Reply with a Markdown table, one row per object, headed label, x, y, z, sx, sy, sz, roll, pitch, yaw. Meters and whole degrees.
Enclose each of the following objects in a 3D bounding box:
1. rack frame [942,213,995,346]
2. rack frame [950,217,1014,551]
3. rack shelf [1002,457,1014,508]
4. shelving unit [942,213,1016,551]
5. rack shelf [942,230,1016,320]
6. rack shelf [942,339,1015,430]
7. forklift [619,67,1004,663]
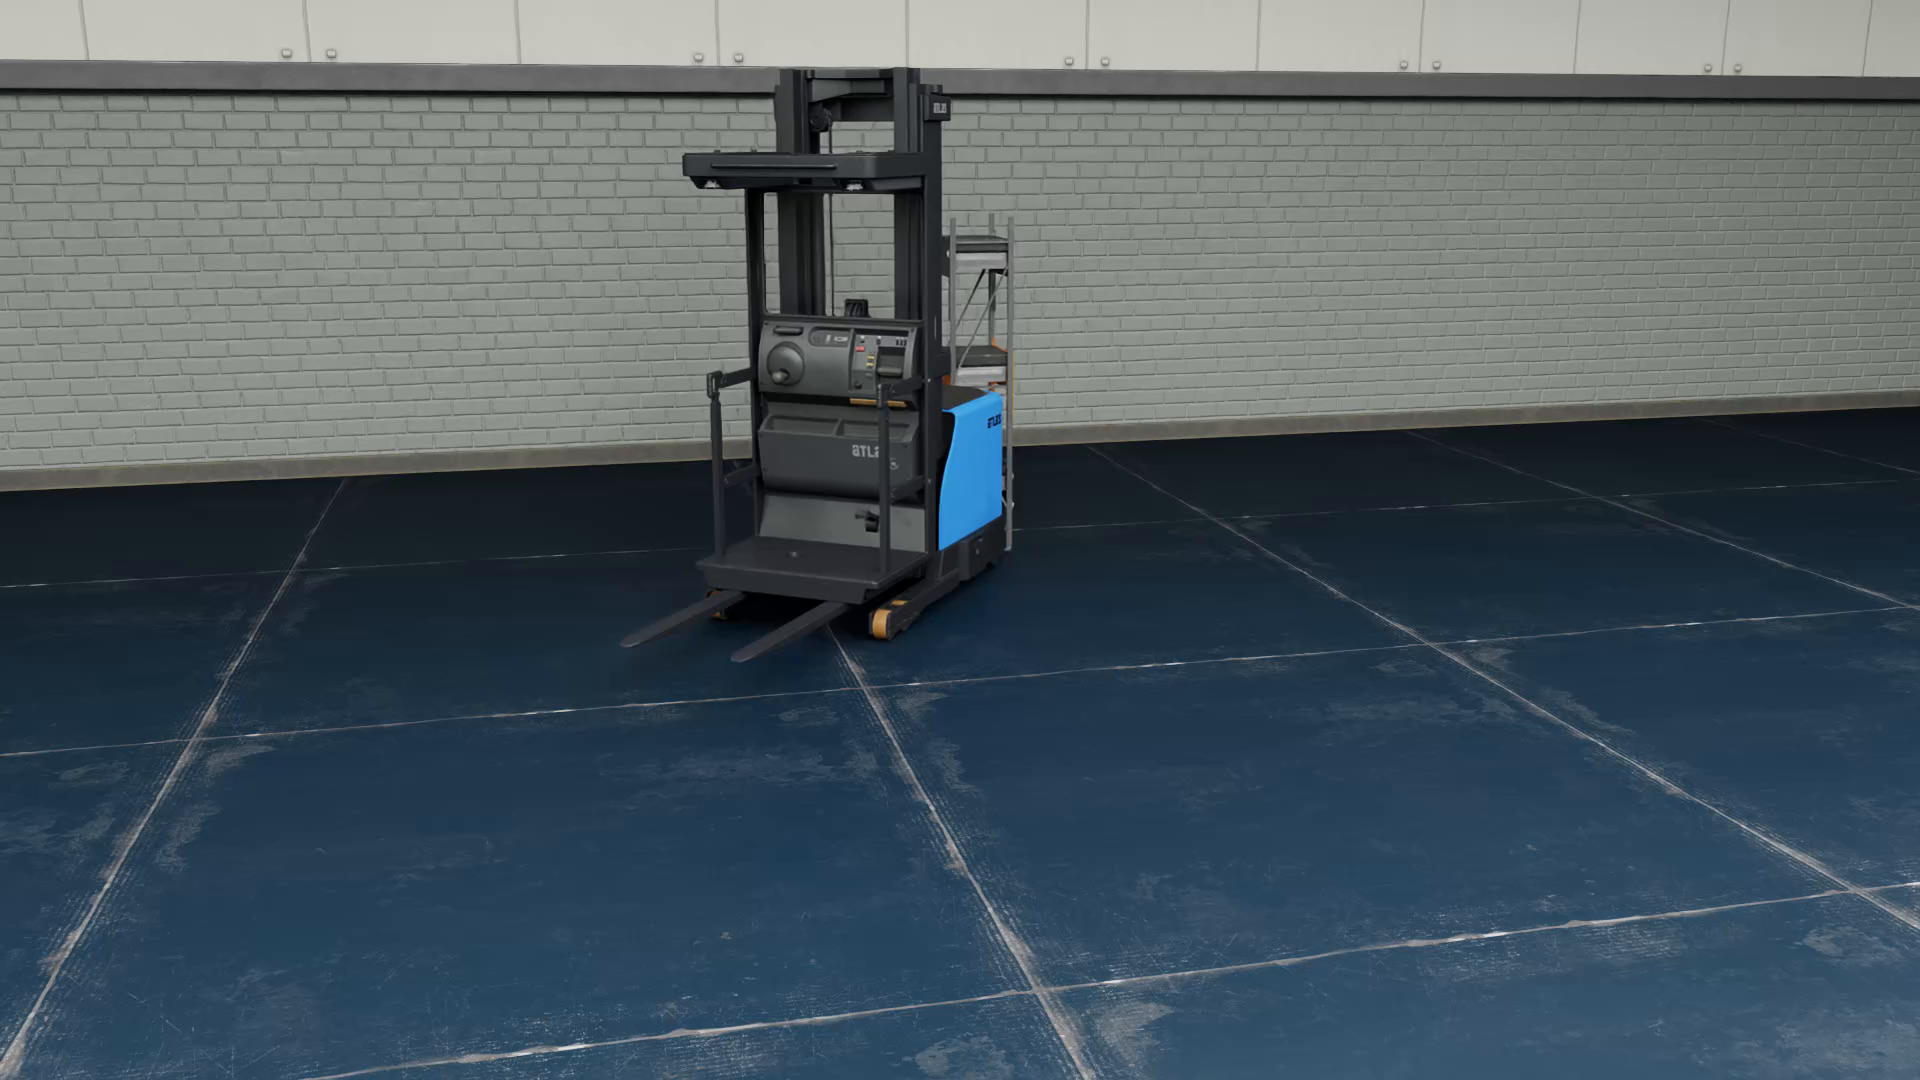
| label | x | y | z | sx | sy | sz | roll | pitch | yaw |
| --- | --- | --- | --- | --- | --- | --- | --- | --- | --- |
| rack frame | 0.026 | -1.059 | 10.838 | 0.400 | 2.100 | 0.015 | -3 | 14 | -12 |
| rack frame | 0.133 | -0.946 | 10.375 | 0.400 | 2.100 | 0.015 | -3 | 14 | -12 |
| rack shelf | 0.080 | -0.309 | 10.776 | 0.431 | 0.518 | 0.480 | -3 | 14 | -12 |
| shelving unit | 0.080 | -1.003 | 10.606 | 0.431 | 2.100 | 0.503 | -3 | 14 | -12 |
| rack shelf | 0.080 | -1.669 | 10.444 | 0.431 | 0.518 | 0.480 | -3 | 14 | -12 |
| rack shelf | 0.080 | -0.989 | 10.610 | 0.431 | 0.518 | 0.480 | -3 | 14 | -12 |
| forklift | -0.750 | -1.008 | 8.878 | 1.130 | 2.935 | 3.031 | 6 | 15 | 21 |
